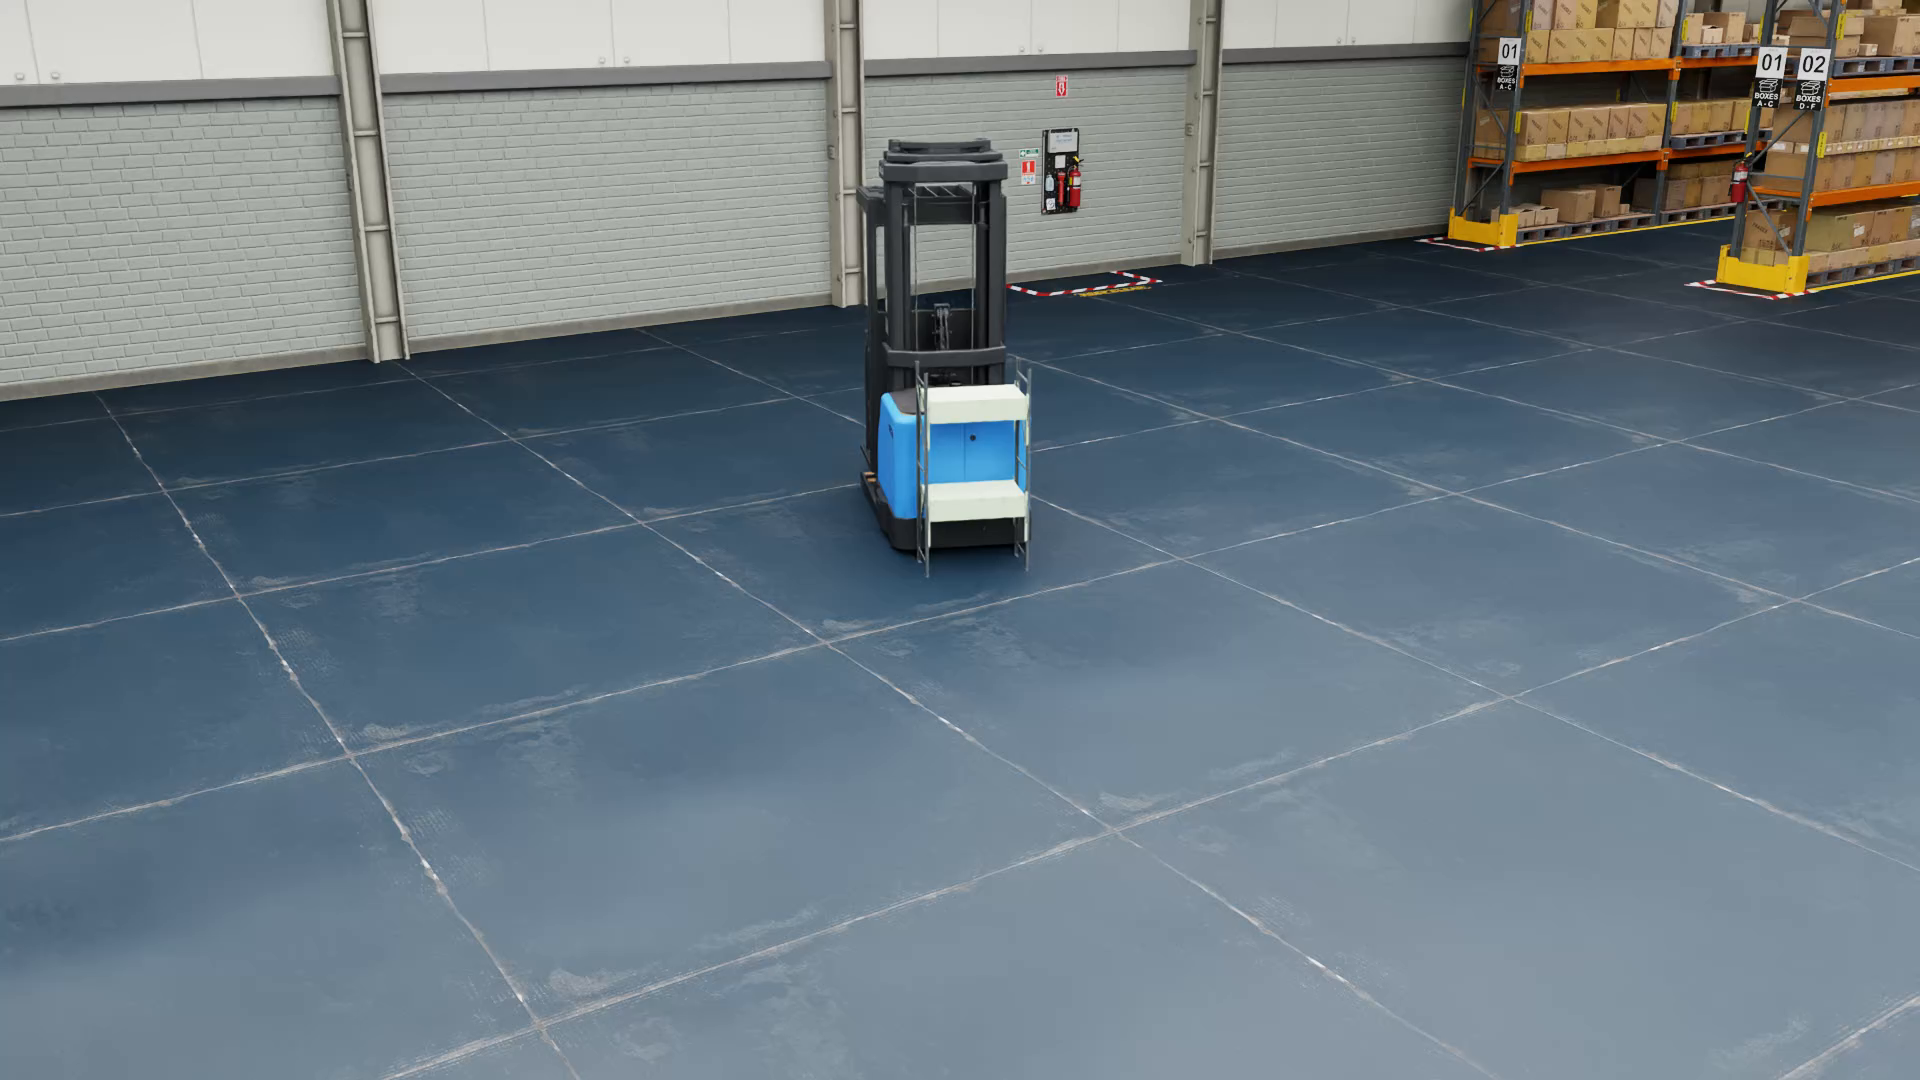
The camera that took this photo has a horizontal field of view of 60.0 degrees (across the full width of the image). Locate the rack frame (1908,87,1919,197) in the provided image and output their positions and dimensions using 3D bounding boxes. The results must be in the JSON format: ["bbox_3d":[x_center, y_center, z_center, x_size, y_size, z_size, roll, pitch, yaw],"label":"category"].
[{"bbox_3d":[14.526,-5.672,24.839,0.127,3.000,1.000,-12,22,-31],"label":"rack frame"}]

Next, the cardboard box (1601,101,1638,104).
[{"bbox_3d":[11.291,-7.263,28.577,0.500,0.500,0.500,-13,22,-33],"label":"cardboard box"}]

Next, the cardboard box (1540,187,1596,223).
[{"bbox_3d":[10.201,-5.630,27.931,0.500,0.500,0.700,-14,23,-35],"label":"cardboard box"}]

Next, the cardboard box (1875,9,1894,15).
[{"bbox_3d":[17.255,-9.841,31.645,0.500,0.500,0.700,-12,22,-32],"label":"cardboard box"}]

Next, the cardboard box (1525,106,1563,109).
[{"bbox_3d":[9.589,-6.904,27.514,0.500,0.500,0.500,-13,22,-33],"label":"cardboard box"}]

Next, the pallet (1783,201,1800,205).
[{"bbox_3d":[15.839,-6.499,31.638,1.213,0.211,1.003,-12,22,-31],"label":"pallet"}]

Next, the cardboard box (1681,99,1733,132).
[{"bbox_3d":[13.245,-7.554,29.561,0.500,0.500,0.700,-9,21,-24],"label":"cardboard box"}]

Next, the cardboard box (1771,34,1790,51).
[{"bbox_3d":[14.686,-8.890,29.782,0.500,0.311,0.500,-12,22,-31],"label":"cardboard box"}]

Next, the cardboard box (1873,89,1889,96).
[{"bbox_3d":[17.372,-8.631,31.767,0.500,0.250,0.500,-11,22,-30],"label":"cardboard box"}]

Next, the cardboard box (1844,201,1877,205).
[{"bbox_3d":[13.131,-4.750,24.577,0.500,0.500,0.500,-12,22,-31],"label":"cardboard box"}]

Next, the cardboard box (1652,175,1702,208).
[{"bbox_3d":[12.808,-6.259,29.792,0.500,0.500,0.700,-12,22,-32],"label":"cardboard box"}]

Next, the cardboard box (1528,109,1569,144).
[{"bbox_3d":[9.440,-6.674,26.833,0.500,0.500,0.500,-12,22,-31],"label":"cardboard box"}]

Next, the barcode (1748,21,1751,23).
[{"bbox_3d":[14.488,-9.493,30.522,0.075,0.075,0.001,-12,22,-31],"label":"barcode"}]

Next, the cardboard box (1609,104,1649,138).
[{"bbox_3d":[11.160,-7.035,27.901,0.500,0.500,0.500,-12,22,-32],"label":"cardboard box"}]

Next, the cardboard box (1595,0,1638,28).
[{"bbox_3d":[10.646,-8.593,27.047,0.500,0.500,0.500,-13,23,-33],"label":"cardboard box"}]

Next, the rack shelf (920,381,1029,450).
[{"bbox_3d":[0.091,-0.888,11.811,0.720,0.370,0.431,-3,19,-10],"label":"rack shelf"}]

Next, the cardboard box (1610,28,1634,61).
[{"bbox_3d":[10.641,-8.126,27.226,0.500,0.500,0.500,-13,23,-33],"label":"cardboard box"}]

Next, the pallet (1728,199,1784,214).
[{"bbox_3d":[14.485,-6.243,30.881,1.213,0.211,1.003,-12,22,-31],"label":"pallet"}]

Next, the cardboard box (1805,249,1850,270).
[{"bbox_3d":[12.171,-3.988,23.495,0.500,0.250,0.500,-12,22,-31],"label":"cardboard box"}]

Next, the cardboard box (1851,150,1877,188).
[{"bbox_3d":[12.436,-5.273,23.504,0.500,0.500,0.700,-12,22,-31],"label":"cardboard box"}]

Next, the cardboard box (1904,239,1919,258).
[{"bbox_3d":[13.835,-4.343,24.545,0.500,0.250,0.500,-12,22,-31],"label":"cardboard box"}]

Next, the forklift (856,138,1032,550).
[{"bbox_3d":[-0.226,-1.749,13.341,1.130,2.935,3.031,-3,19,-10],"label":"forklift"}]

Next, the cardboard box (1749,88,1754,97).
[{"bbox_3d":[14.606,-8.135,30.267,0.250,0.149,0.380,-17,25,-40],"label":"cardboard box"}]

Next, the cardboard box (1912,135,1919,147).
[{"bbox_3d":[13.565,-5.743,23.879,0.250,0.149,0.380,-12,22,-32],"label":"cardboard box"}]

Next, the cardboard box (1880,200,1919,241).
[{"bbox_3d":[13.834,-4.699,24.426,0.500,0.500,0.500,-12,22,-31],"label":"cardboard box"}]

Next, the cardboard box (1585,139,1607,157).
[{"bbox_3d":[10.317,-6.503,27.500,0.500,0.250,0.500,-12,22,-31],"label":"cardboard box"}]

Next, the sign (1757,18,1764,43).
[{"bbox_3d":[10.898,-6.918,22.582,0.005,0.325,0.100,-12,22,-31],"label":"sign"}]

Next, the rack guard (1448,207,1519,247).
[{"bbox_3d":[8.521,-5.121,27.112,0.348,0.500,1.175,-12,22,-31],"label":"rack guard"}]

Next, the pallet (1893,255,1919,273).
[{"bbox_3d":[13.838,-4.222,24.904,1.213,0.211,1.003,-12,22,-31],"label":"pallet"}]

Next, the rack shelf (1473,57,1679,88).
[{"bbox_3d":[10.128,-7.724,27.349,4.000,0.370,1.077,-12,22,-31],"label":"rack shelf"}]

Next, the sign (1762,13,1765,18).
[{"bbox_3d":[14.840,-9.554,30.708,0.005,0.325,0.100,-12,22,-31],"label":"sign"}]

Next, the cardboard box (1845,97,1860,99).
[{"bbox_3d":[16.543,-8.093,31.347,0.500,0.500,0.500,-12,22,-32],"label":"cardboard box"}]

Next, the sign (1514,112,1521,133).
[{"bbox_3d":[8.756,-6.557,26.104,0.005,0.325,0.100,-12,22,-31],"label":"sign"}]

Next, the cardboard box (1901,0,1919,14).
[{"bbox_3d":[18.934,-10.543,32.813,0.500,0.500,0.500,-12,22,-32],"label":"cardboard box"}]

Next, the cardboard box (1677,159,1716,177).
[{"bbox_3d":[13.202,-6.681,29.869,0.500,0.250,0.500,-13,22,-33],"label":"cardboard box"}]

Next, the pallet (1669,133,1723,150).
[{"bbox_3d":[12.516,-7.001,29.070,1.213,0.211,1.003,-12,22,-31],"label":"pallet"}]

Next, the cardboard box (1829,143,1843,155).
[{"bbox_3d":[11.850,-5.381,22.809,0.250,0.149,0.380,-13,22,-33],"label":"cardboard box"}]

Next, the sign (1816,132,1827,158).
[{"bbox_3d":[11.485,-5.266,22.161,0.005,0.325,0.100,-12,22,-31],"label":"sign"}]

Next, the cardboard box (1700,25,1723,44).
[{"bbox_3d":[12.813,-8.758,28.765,0.500,0.311,0.500,-11,22,-30],"label":"cardboard box"}]

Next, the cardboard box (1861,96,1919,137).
[{"bbox_3d":[13.318,-6.077,23.854,0.500,0.500,0.700,-12,22,-31],"label":"cardboard box"}]

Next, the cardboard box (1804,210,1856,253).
[{"bbox_3d":[12.172,-4.343,23.373,0.500,0.500,0.500,-12,22,-31],"label":"cardboard box"}]

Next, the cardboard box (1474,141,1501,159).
[{"bbox_3d":[8.741,-6.365,27.090,0.500,0.250,0.500,-12,22,-31],"label":"cardboard box"}]

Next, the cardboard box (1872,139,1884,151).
[{"bbox_3d":[12.706,-5.561,23.342,0.250,0.149,0.380,-12,22,-32],"label":"cardboard box"}]

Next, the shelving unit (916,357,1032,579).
[{"bbox_3d":[0.091,-0.518,11.936,0.755,1.500,0.431,-3,19,-10],"label":"shelving unit"}]

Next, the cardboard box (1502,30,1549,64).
[{"bbox_3d":[8.874,-7.762,26.149,0.500,0.500,0.500,-11,22,-30],"label":"cardboard box"}]

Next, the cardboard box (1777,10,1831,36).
[{"bbox_3d":[15.504,-9.477,30.567,0.500,0.500,0.700,-14,23,-36],"label":"cardboard box"}]

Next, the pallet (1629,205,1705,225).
[{"bbox_3d":[12.447,-5.813,29.610,1.213,0.211,1.003,-12,22,-31],"label":"pallet"}]

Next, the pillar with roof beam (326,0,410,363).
[{"bbox_3d":[-4.099,-5.167,13.976,0.400,9.000,9.100,-12,22,-31],"label":"pillar with roof beam"}]

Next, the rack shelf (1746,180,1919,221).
[{"bbox_3d":[12.855,-4.979,23.912,4.000,0.370,1.077,-12,22,-31],"label":"rack shelf"}]

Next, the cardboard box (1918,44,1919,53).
[{"bbox_3d":[13.668,-6.954,23.464,0.250,0.149,0.380,-12,22,-31],"label":"cardboard box"}]

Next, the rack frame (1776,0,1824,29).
[{"bbox_3d":[15.139,-10.543,29.880,0.127,3.000,1.000,-12,22,-31],"label":"rack frame"}]

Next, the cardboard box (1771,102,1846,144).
[{"bbox_3d":[11.626,-5.718,22.792,0.500,0.500,0.700,-12,22,-31],"label":"cardboard box"}]

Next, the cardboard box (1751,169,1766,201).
[{"bbox_3d":[14.566,-6.584,30.754,0.500,0.500,0.700,-12,22,-31],"label":"cardboard box"}]

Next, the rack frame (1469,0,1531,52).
[{"bbox_3d":[8.457,-9.134,25.711,0.127,3.000,1.000,-12,22,-31],"label":"rack frame"}]
